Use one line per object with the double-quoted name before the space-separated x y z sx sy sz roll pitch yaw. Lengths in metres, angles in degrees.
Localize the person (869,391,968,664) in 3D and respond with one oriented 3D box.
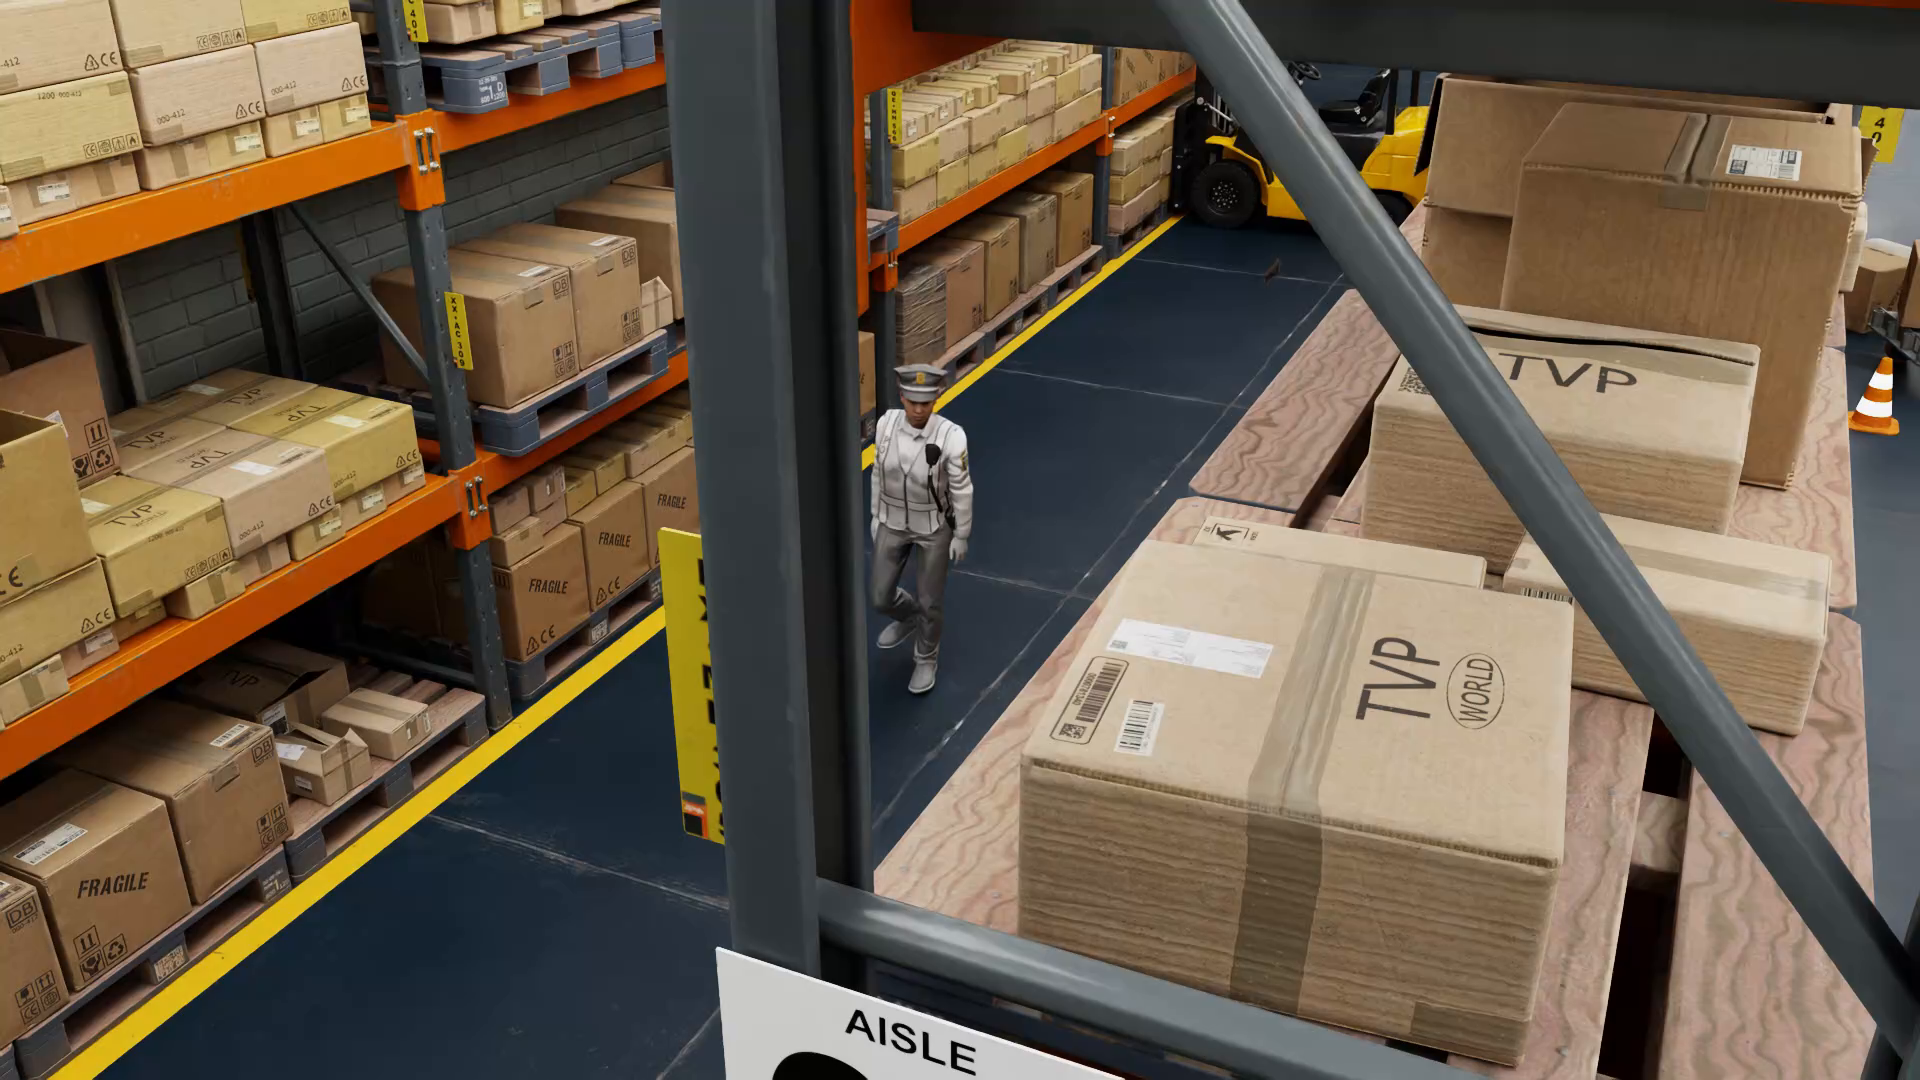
"person" 3.817 -0.836 8.691 7.393 2.202 5.191 8 27 16
